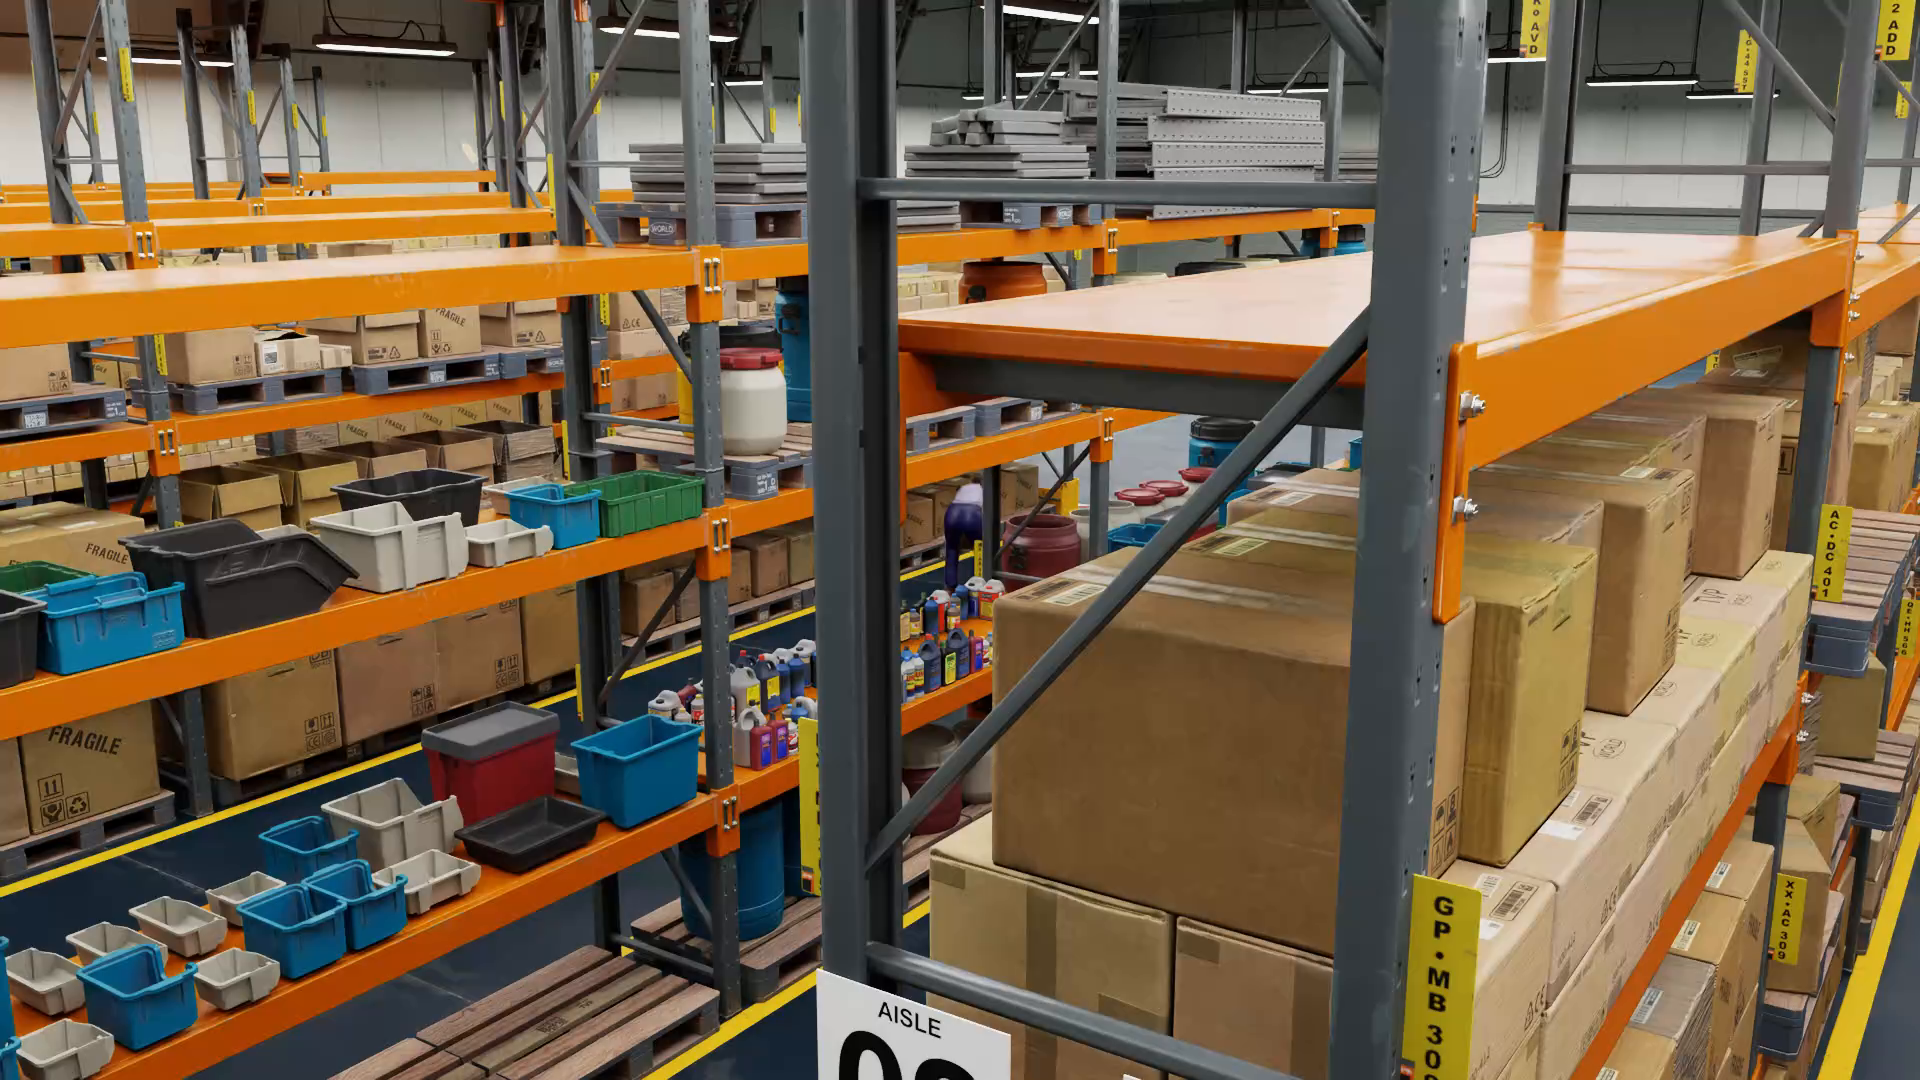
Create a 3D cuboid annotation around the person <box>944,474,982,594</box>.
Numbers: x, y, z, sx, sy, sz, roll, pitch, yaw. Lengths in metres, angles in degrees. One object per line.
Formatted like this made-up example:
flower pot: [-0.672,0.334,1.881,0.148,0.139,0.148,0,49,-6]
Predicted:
person: [0.111,-0.056,17.765,0.464,1.199,0.874,4,14,16]
